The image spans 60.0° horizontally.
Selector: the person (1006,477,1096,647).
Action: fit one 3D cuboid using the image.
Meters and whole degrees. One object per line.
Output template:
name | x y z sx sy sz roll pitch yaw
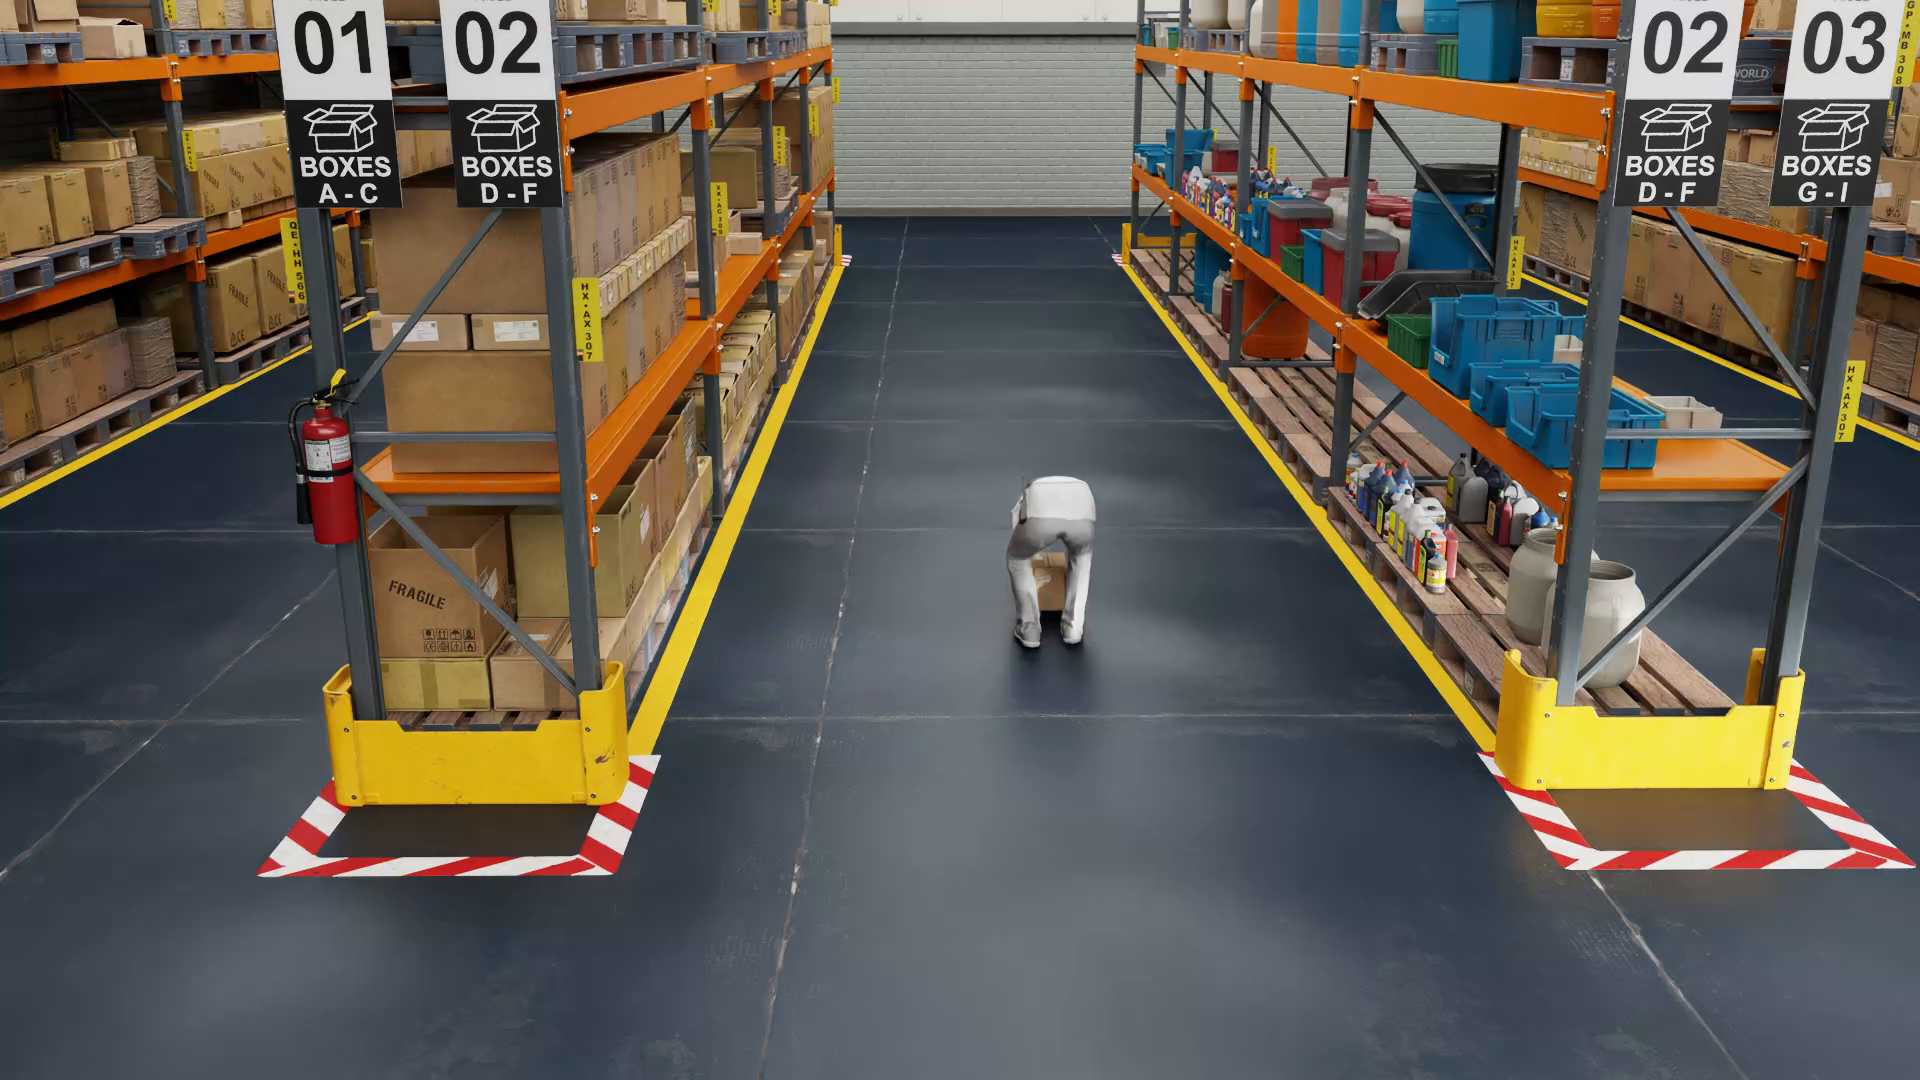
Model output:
person | 0.464 0.056 8.671 0.455 0.889 0.880 -1 17 -3
